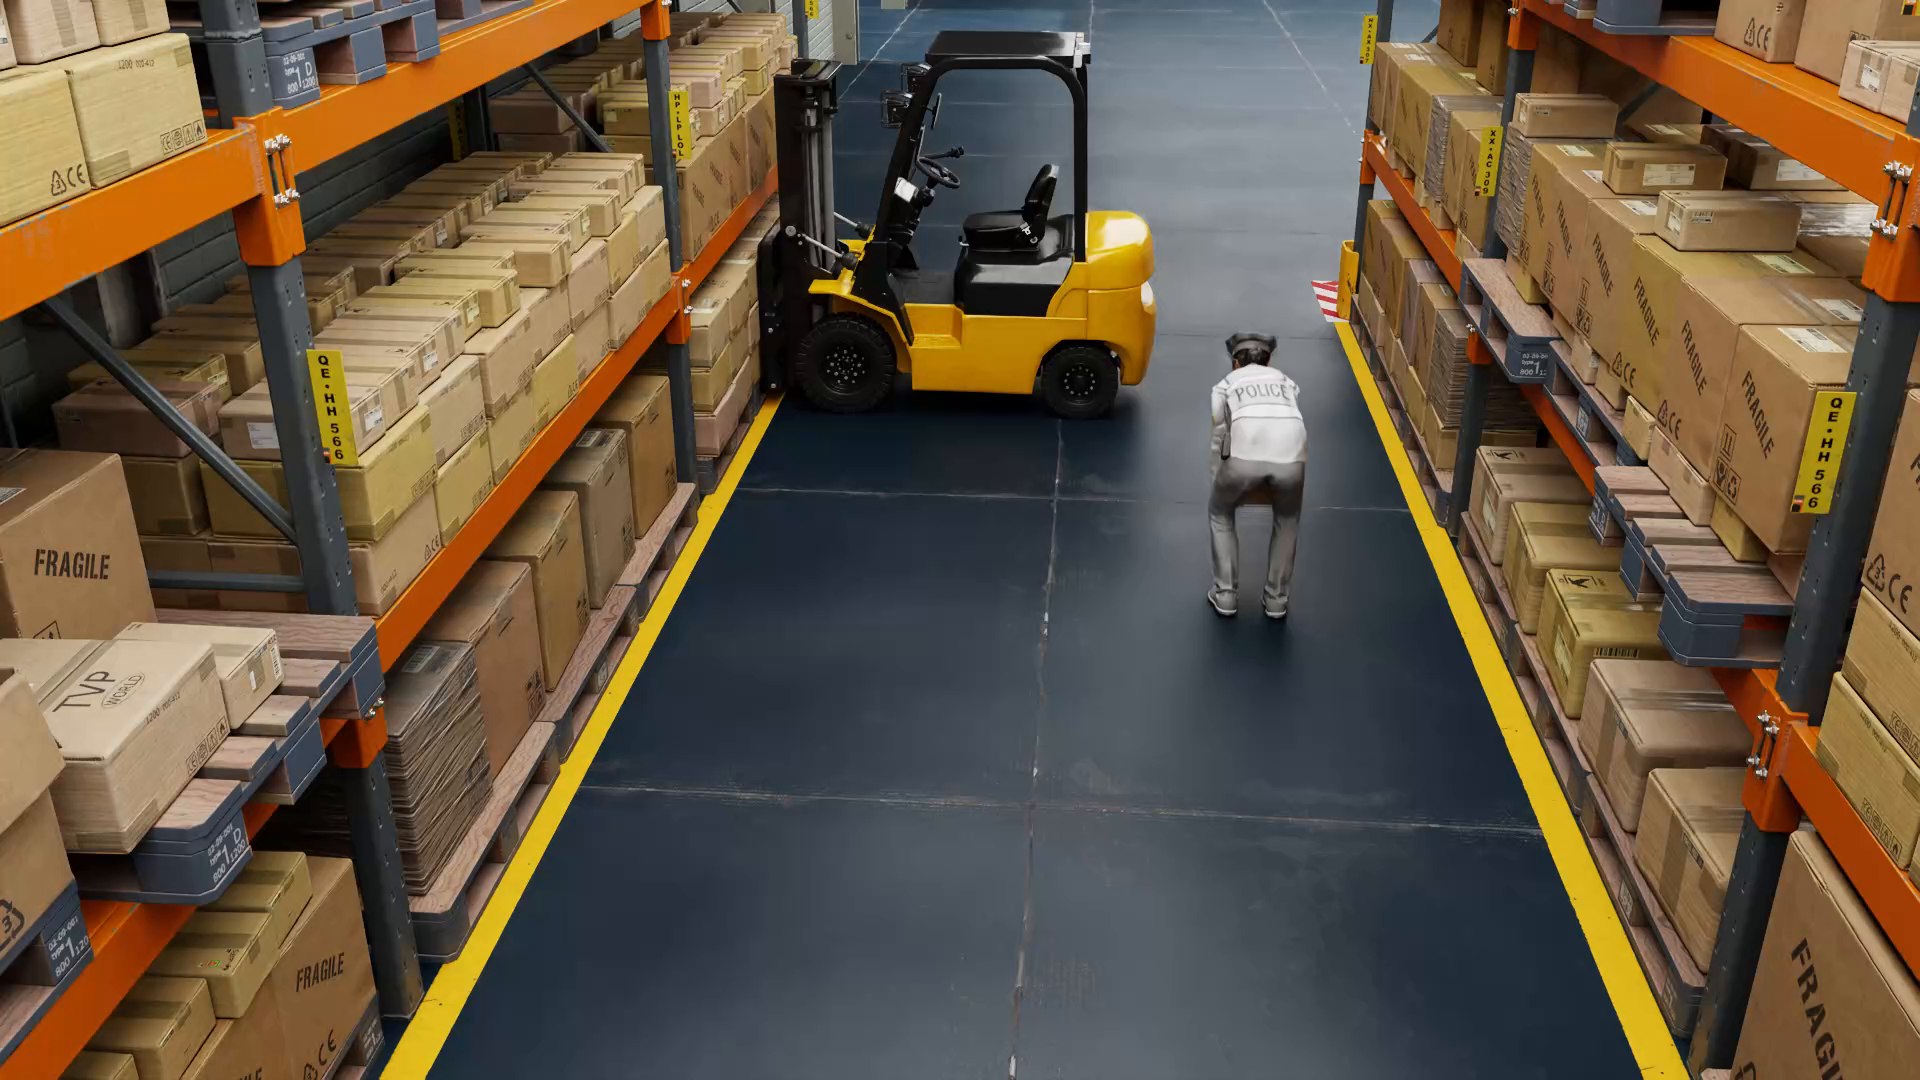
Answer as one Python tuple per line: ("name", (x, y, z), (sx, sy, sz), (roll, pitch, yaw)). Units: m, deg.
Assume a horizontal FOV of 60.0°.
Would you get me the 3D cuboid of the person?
("person", (1.383, -0.316, 7.836), (0.428, 1.215, 0.903), (1, 25, 2))
